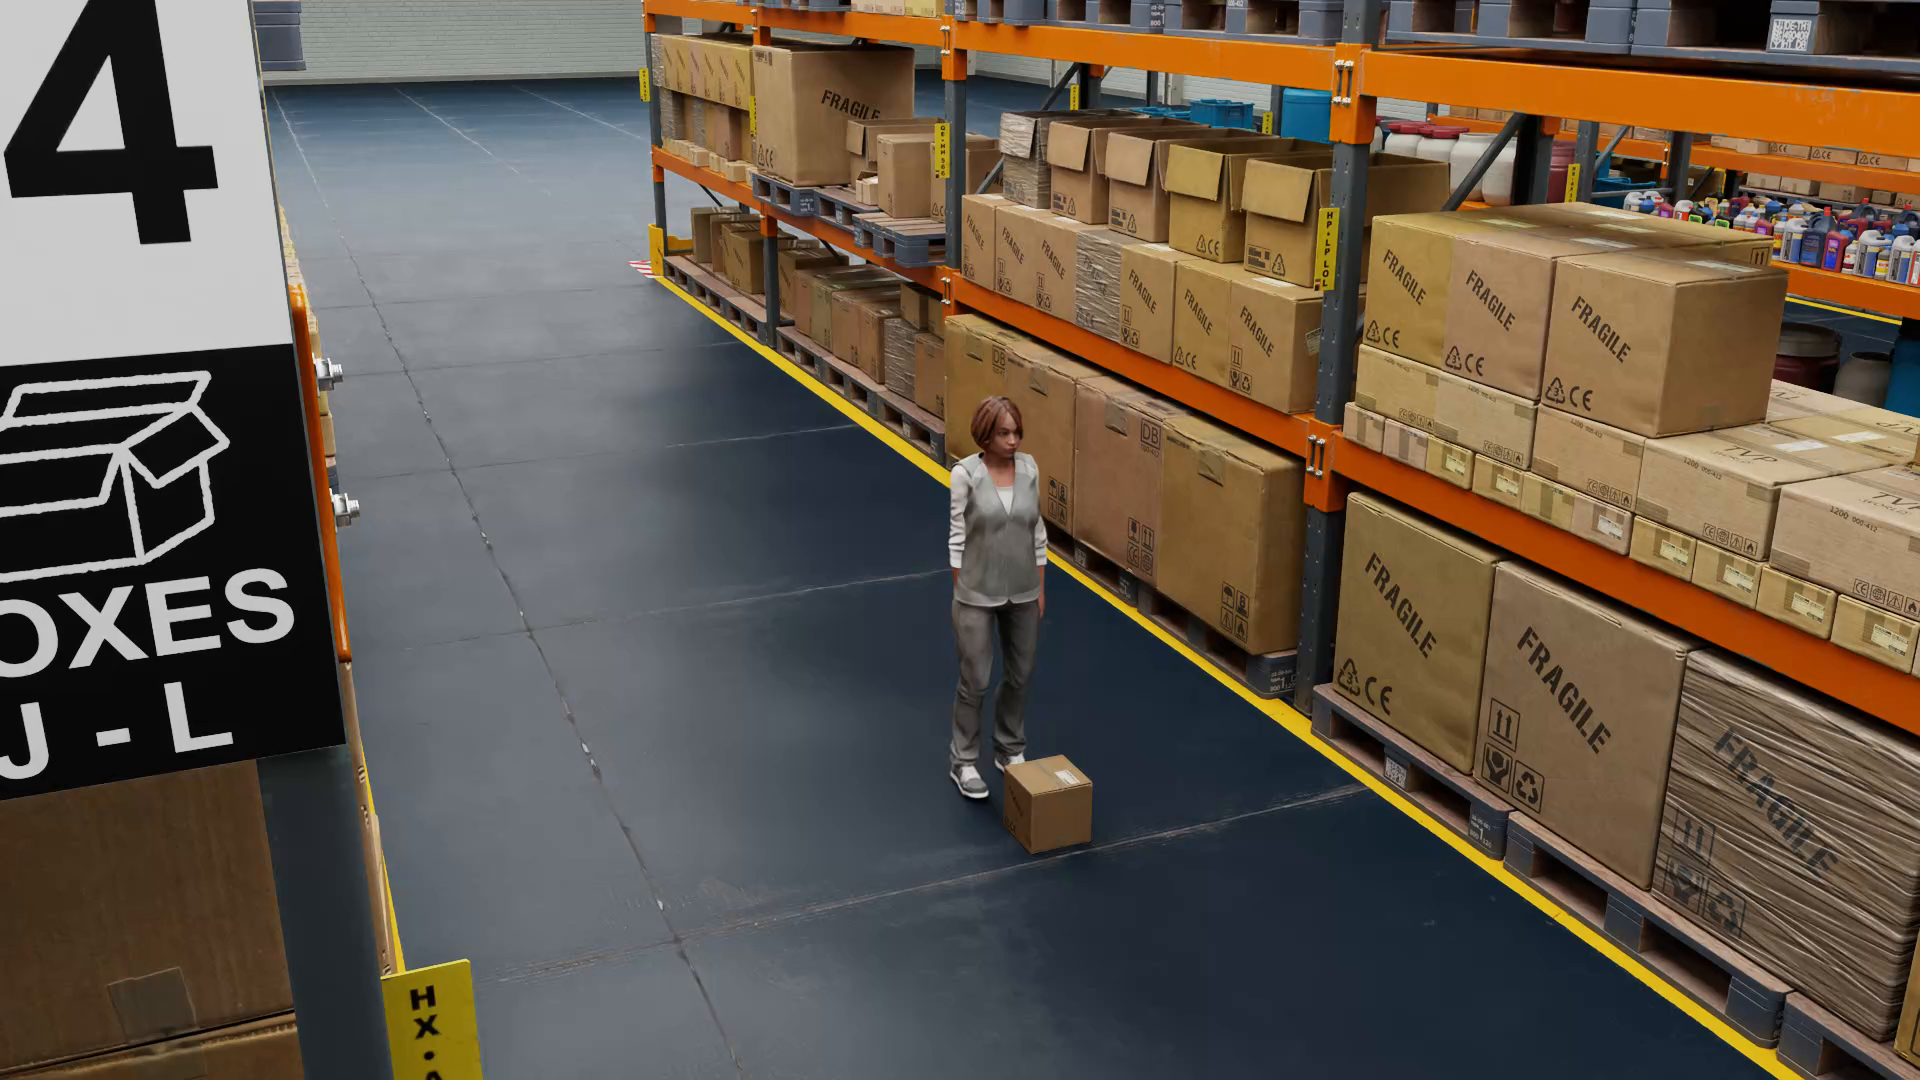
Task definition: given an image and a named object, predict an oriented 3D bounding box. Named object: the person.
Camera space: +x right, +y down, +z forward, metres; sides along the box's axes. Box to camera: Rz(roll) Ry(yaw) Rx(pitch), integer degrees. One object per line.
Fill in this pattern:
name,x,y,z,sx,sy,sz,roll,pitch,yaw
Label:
person,0.151,0.220,6.456,0.404,1.598,0.312,-8,21,-21
